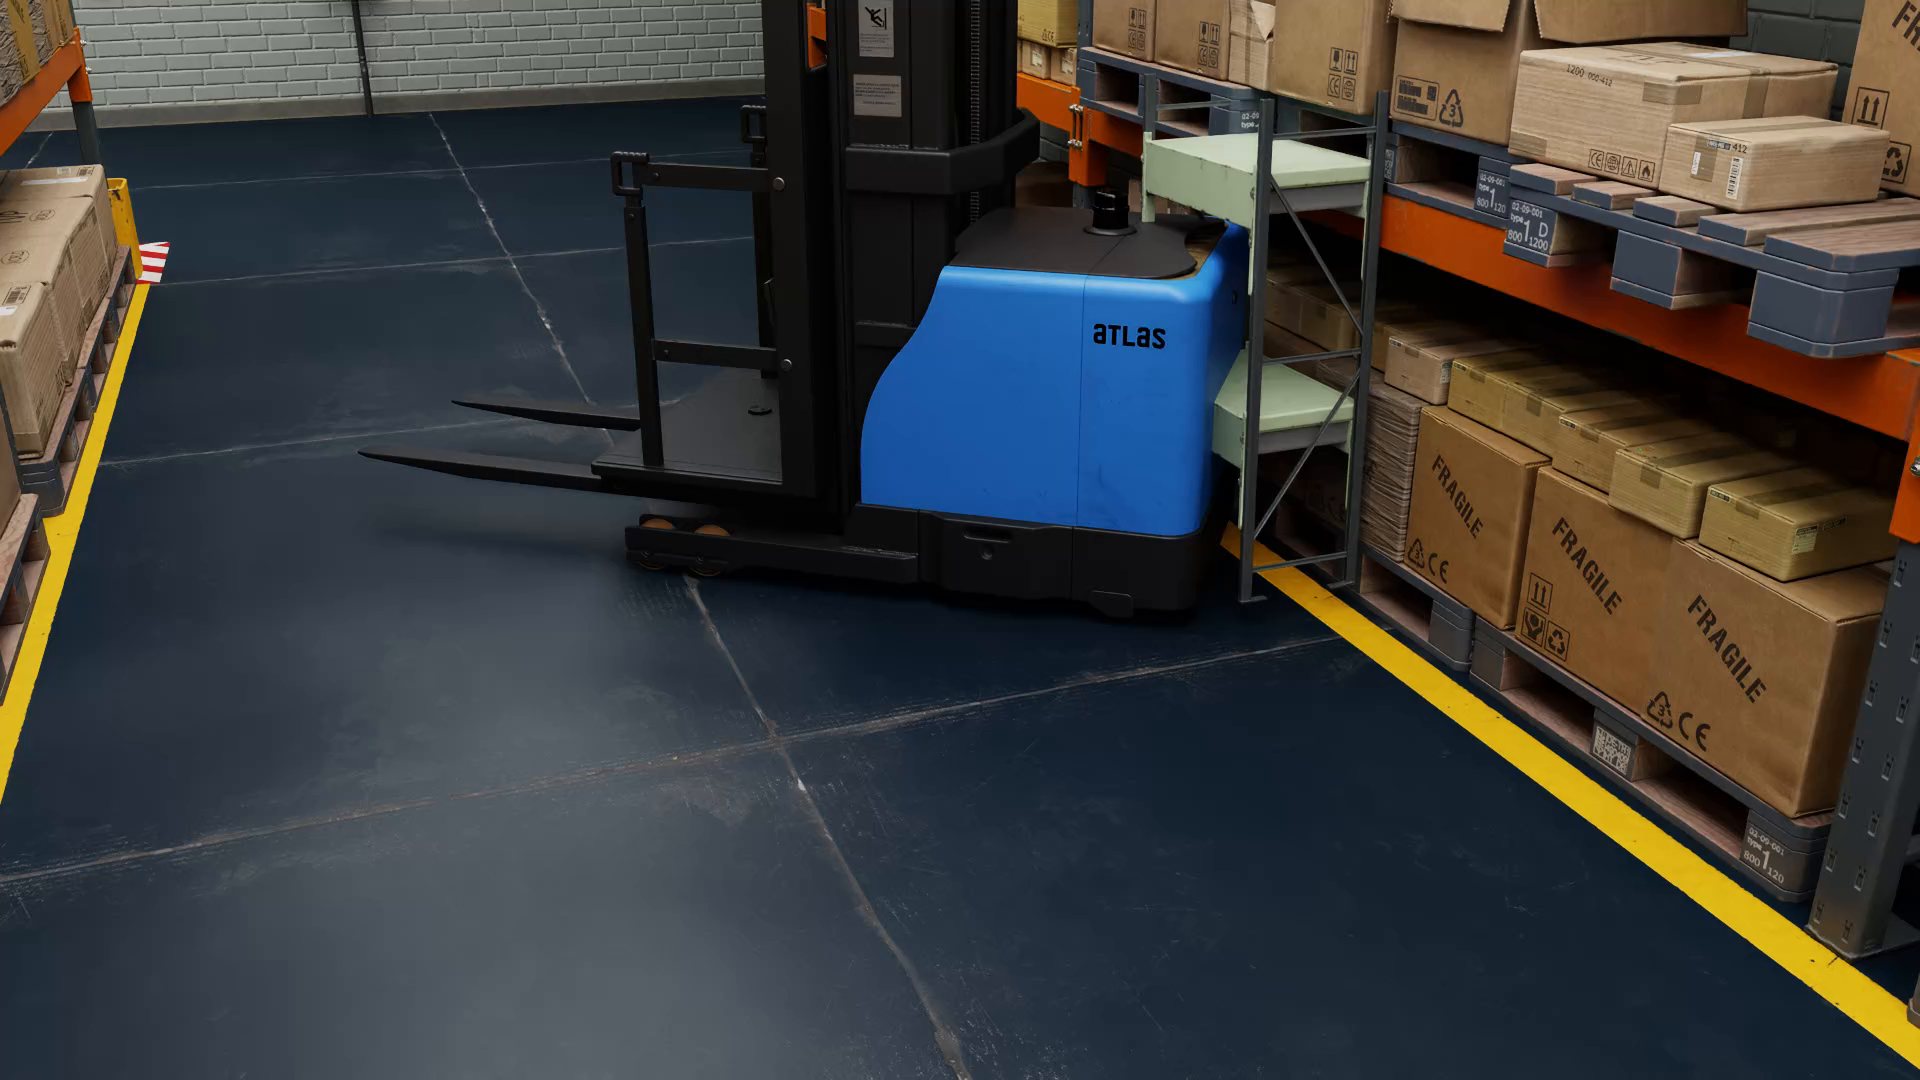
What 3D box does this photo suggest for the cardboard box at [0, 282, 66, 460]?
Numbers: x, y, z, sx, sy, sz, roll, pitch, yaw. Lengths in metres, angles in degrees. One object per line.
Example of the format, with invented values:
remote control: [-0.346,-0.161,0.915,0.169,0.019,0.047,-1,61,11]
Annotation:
cardboard box: [-3.815,-0.586,6.037,0.875,0.438,0.875,-9,24,-20]

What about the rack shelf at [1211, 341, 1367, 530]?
rack shelf: [0.911,-0.354,5.314,0.431,0.370,0.720,-9,23,-18]

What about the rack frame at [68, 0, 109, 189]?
rack frame: [-5.107,-2.784,8.493,1.000,3.000,0.127,-8,24,-19]

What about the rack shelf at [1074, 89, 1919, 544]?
rack shelf: [1.655,-0.955,5.079,1.077,0.370,4.000,-8,24,-19]

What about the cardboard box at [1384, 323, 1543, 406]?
cardboard box: [1.508,-0.530,4.989,0.380,0.149,0.250,-10,25,-22]

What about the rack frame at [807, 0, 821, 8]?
rack frame: [-0.465,-3.466,10.112,1.000,3.000,0.127,-8,24,-19]

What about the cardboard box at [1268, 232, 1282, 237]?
cardboard box: [0.996,-1.097,6.332,0.380,0.149,0.250,-9,24,-20]

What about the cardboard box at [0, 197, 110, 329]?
cardboard box: [-4.449,-1.239,7.586,0.875,0.438,0.875,-8,24,-18]

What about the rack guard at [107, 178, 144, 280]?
rack guard: [-5.116,-1.641,8.999,1.175,0.500,0.348,-8,24,-19]

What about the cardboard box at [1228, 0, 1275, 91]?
cardboard box: [1.080,-1.587,5.286,0.396,0.266,0.258,-7,24,-16]

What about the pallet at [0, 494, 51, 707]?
pallet: [-3.351,0.225,4.945,1.003,0.211,1.213,-8,24,-19]

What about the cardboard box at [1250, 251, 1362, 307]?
cardboard box: [1.207,-0.907,5.883,0.380,0.149,0.250,-9,24,-20]

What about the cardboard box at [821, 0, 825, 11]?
cardboard box: [-0.605,-3.193,9.788,0.380,0.149,0.250,-9,24,-19]

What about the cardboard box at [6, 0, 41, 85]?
cardboard box: [-4.140,-2.135,6.825,0.500,0.500,0.500,-8,24,-17]

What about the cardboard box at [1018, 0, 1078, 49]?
cardboard box: [0.540,-2.232,6.995,0.500,0.250,0.500,-8,24,-18]

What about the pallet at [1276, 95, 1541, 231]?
pallet: [1.670,-1.177,4.928,1.003,0.211,1.213,-8,24,-19]

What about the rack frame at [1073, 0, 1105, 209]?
rack frame: [0.948,-2.013,6.664,1.000,3.000,0.127,-8,24,-19]

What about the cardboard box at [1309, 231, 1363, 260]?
cardboard box: [1.540,-1.077,6.286,0.380,0.149,0.250,-8,24,-18]

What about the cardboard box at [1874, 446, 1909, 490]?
cardboard box: [2.469,-0.132,4.044,0.380,0.149,0.250,-7,24,-16]

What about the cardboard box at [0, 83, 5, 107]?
cardboard box: [-3.789,-1.766,5.950,0.500,0.500,0.500,-8,24,-19]

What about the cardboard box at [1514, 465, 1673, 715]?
cardboard box: [1.844,0.091,4.349,0.500,0.500,0.500,-9,24,-20]

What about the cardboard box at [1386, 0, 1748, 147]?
cardboard box: [1.612,-1.368,4.461,0.797,0.503,0.637,-9,24,-20]

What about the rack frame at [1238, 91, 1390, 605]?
rack frame: [1.027,-0.532,4.872,0.400,1.500,0.023,-9,23,-18]

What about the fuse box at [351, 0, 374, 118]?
fuse box: [-5.104,-4.471,14.155,0.539,1.711,0.414,-8,24,-19]

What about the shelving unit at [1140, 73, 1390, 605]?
shelving unit: [0.904,-0.657,5.194,0.431,1.500,0.755,-9,23,-18]

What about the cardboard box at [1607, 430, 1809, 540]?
cardboard box: [1.825,-0.140,4.062,0.380,0.149,0.250,-10,25,-22]

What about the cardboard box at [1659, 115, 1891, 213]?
cardboard box: [1.770,-0.823,3.624,0.380,0.149,0.250,-8,24,-18]

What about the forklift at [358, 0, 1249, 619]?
forklift: [-0.602,-1.419,5.343,3.031,2.935,1.130,6,24,15]

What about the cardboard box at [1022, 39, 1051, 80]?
cardboard box: [0.487,-2.070,7.122,0.380,0.149,0.250,-8,24,-18]

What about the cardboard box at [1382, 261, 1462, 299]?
cardboard box: [1.702,-0.880,5.819,0.380,0.149,0.250,-8,24,-18]

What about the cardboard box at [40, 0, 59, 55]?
cardboard box: [-4.526,-2.507,7.706,0.500,0.500,0.500,-9,24,-20]

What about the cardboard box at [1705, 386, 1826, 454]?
cardboard box: [2.237,-0.312,4.470,0.380,0.149,0.250,-8,24,-18]

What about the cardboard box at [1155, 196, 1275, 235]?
cardboard box: [0.963,-1.236,6.280,0.380,0.149,0.250,-10,25,-22]

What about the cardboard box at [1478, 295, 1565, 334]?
cardboard box: [1.906,-0.699,5.388,0.380,0.149,0.250,-9,25,-21]

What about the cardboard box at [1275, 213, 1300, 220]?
cardboard box: [1.348,-1.259,6.718,0.380,0.149,0.250,-9,25,-21]

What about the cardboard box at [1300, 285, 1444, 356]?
cardboard box: [1.346,-0.721,5.440,0.380,0.149,0.250,-7,24,-17]

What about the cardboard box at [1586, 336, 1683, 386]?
cardboard box: [2.090,-0.512,4.944,0.380,0.149,0.250,-9,24,-20]

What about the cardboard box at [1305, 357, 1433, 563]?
cardboard box: [1.456,-0.284,5.241,0.500,0.500,0.500,-9,25,-21]

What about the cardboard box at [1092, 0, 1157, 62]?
cardboard box: [0.910,-2.046,6.073,0.700,0.500,0.500,-8,24,-18]

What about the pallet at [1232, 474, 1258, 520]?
pallet: [1.271,-0.437,6.516,1.003,0.211,1.213,-8,24,-19]

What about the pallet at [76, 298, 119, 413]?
pallet: [-4.324,-0.776,7.321,1.003,0.211,1.213,-8,24,-19]

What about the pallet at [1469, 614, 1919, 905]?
pallet: [2.133,0.449,4.413,1.003,0.211,1.213,-8,24,-19]

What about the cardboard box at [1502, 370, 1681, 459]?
cardboard box: [1.722,-0.344,4.545,0.380,0.149,0.250,-8,24,-17]
